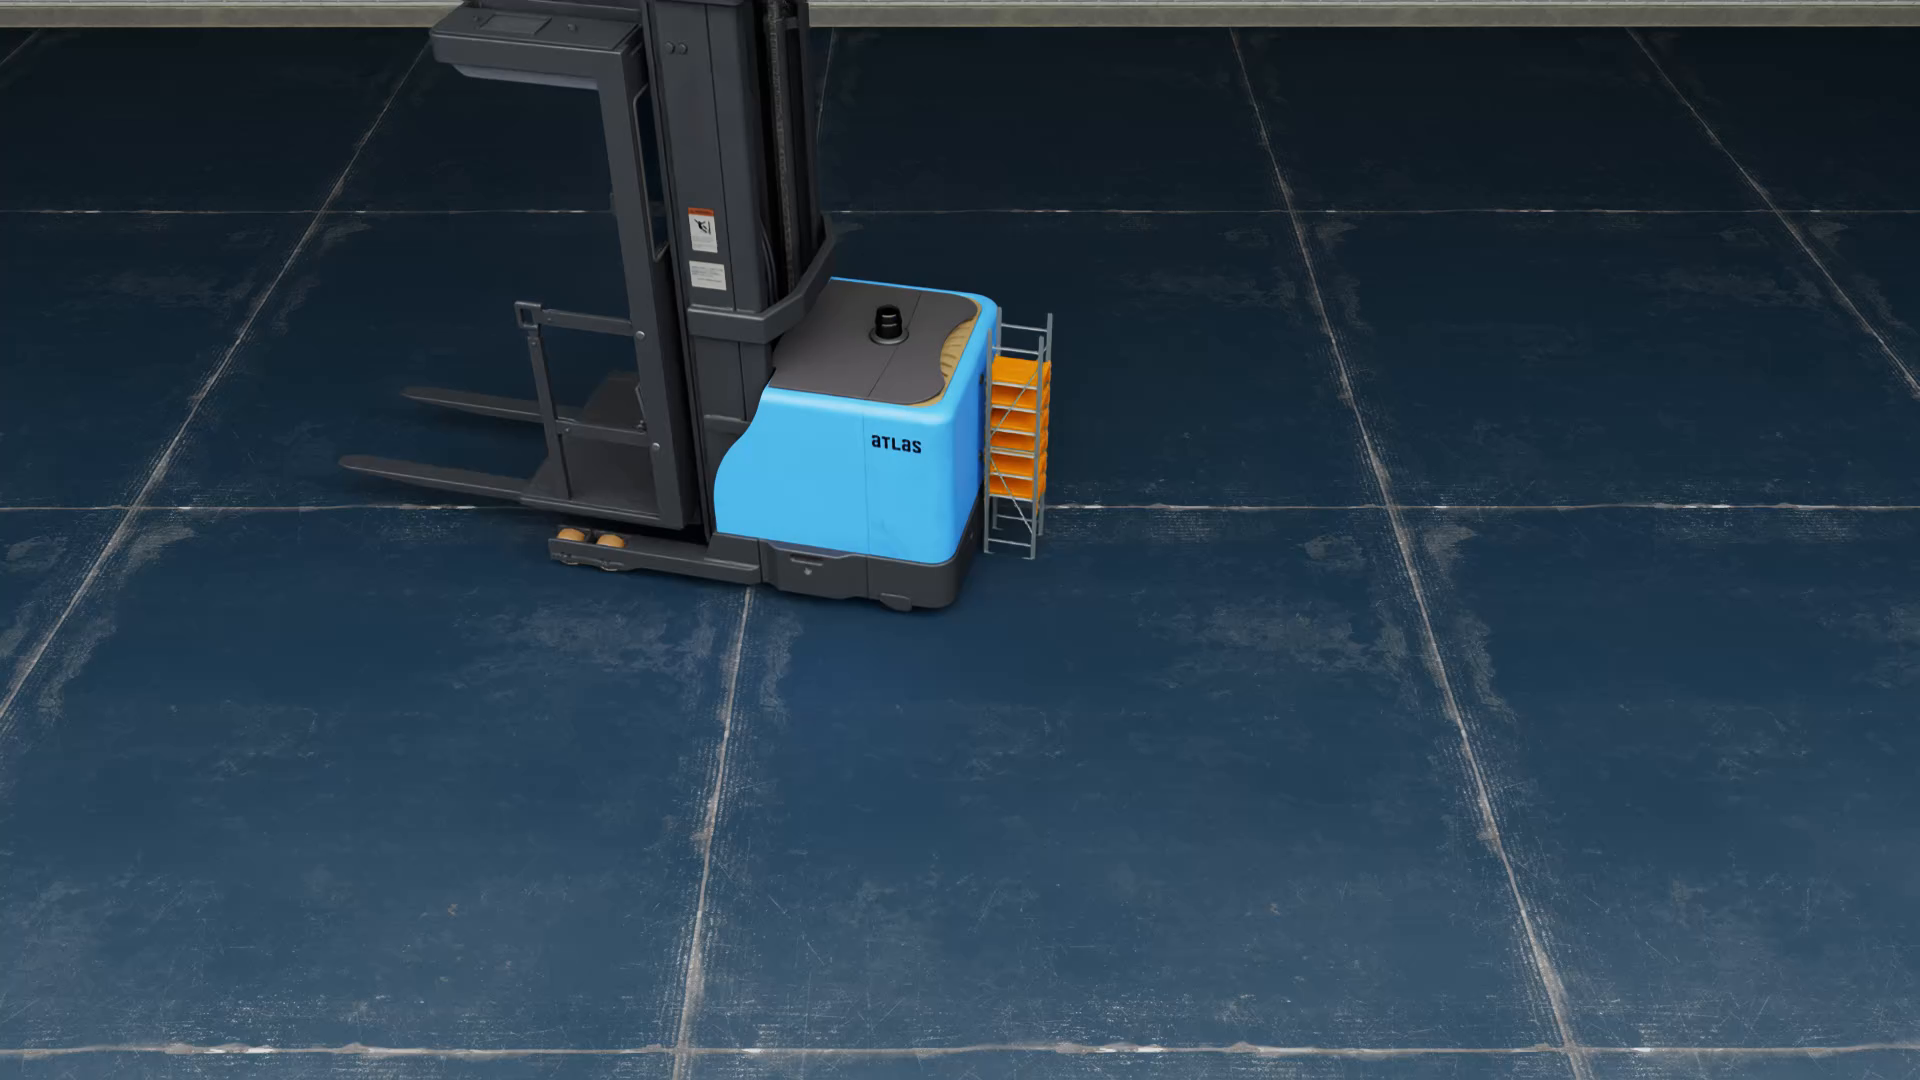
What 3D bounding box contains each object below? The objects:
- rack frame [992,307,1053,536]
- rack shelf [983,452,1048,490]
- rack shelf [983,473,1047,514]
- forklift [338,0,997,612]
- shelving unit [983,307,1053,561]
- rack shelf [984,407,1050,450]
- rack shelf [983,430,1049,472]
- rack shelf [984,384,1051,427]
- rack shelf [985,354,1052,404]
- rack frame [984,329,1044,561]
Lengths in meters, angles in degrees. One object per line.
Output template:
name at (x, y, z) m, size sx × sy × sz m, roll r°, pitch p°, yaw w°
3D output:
rack frame at (0.271, -0.503, 7.418) m, size 0.240 × 1.200 × 0.006 m, roll 9°, pitch 40°, yaw 10°
rack shelf at (0.249, -0.319, 7.451) m, size 0.258 × 0.103 × 0.180 m, roll 9°, pitch 40°, yaw 10°
rack shelf at (0.249, -0.226, 7.526) m, size 0.258 × 0.103 × 0.180 m, roll 9°, pitch 40°, yaw 10°
forklift at (-1.388, -1.314, 7.045) m, size 3.031 × 2.935 × 1.130 m, roll 8°, pitch 39°, yaw 10°
shelving unit at (0.250, -0.448, 7.348) m, size 0.258 × 1.200 × 0.189 m, roll 9°, pitch 40°, yaw 10°
rack shelf at (0.250, -0.507, 7.301) m, size 0.258 × 0.103 × 0.180 m, roll 9°, pitch 40°, yaw 10°
rack shelf at (0.250, -0.413, 7.376) m, size 0.258 × 0.103 × 0.180 m, roll 9°, pitch 40°, yaw 10°
rack shelf at (0.251, -0.600, 7.226) m, size 0.258 × 0.103 × 0.180 m, roll 9°, pitch 40°, yaw 10°
rack shelf at (0.251, -0.694, 7.150) m, size 0.258 × 0.103 × 0.180 m, roll 9°, pitch 40°, yaw 10°
rack frame at (0.229, -0.392, 7.279) m, size 0.240 × 1.200 × 0.006 m, roll 9°, pitch 40°, yaw 10°
